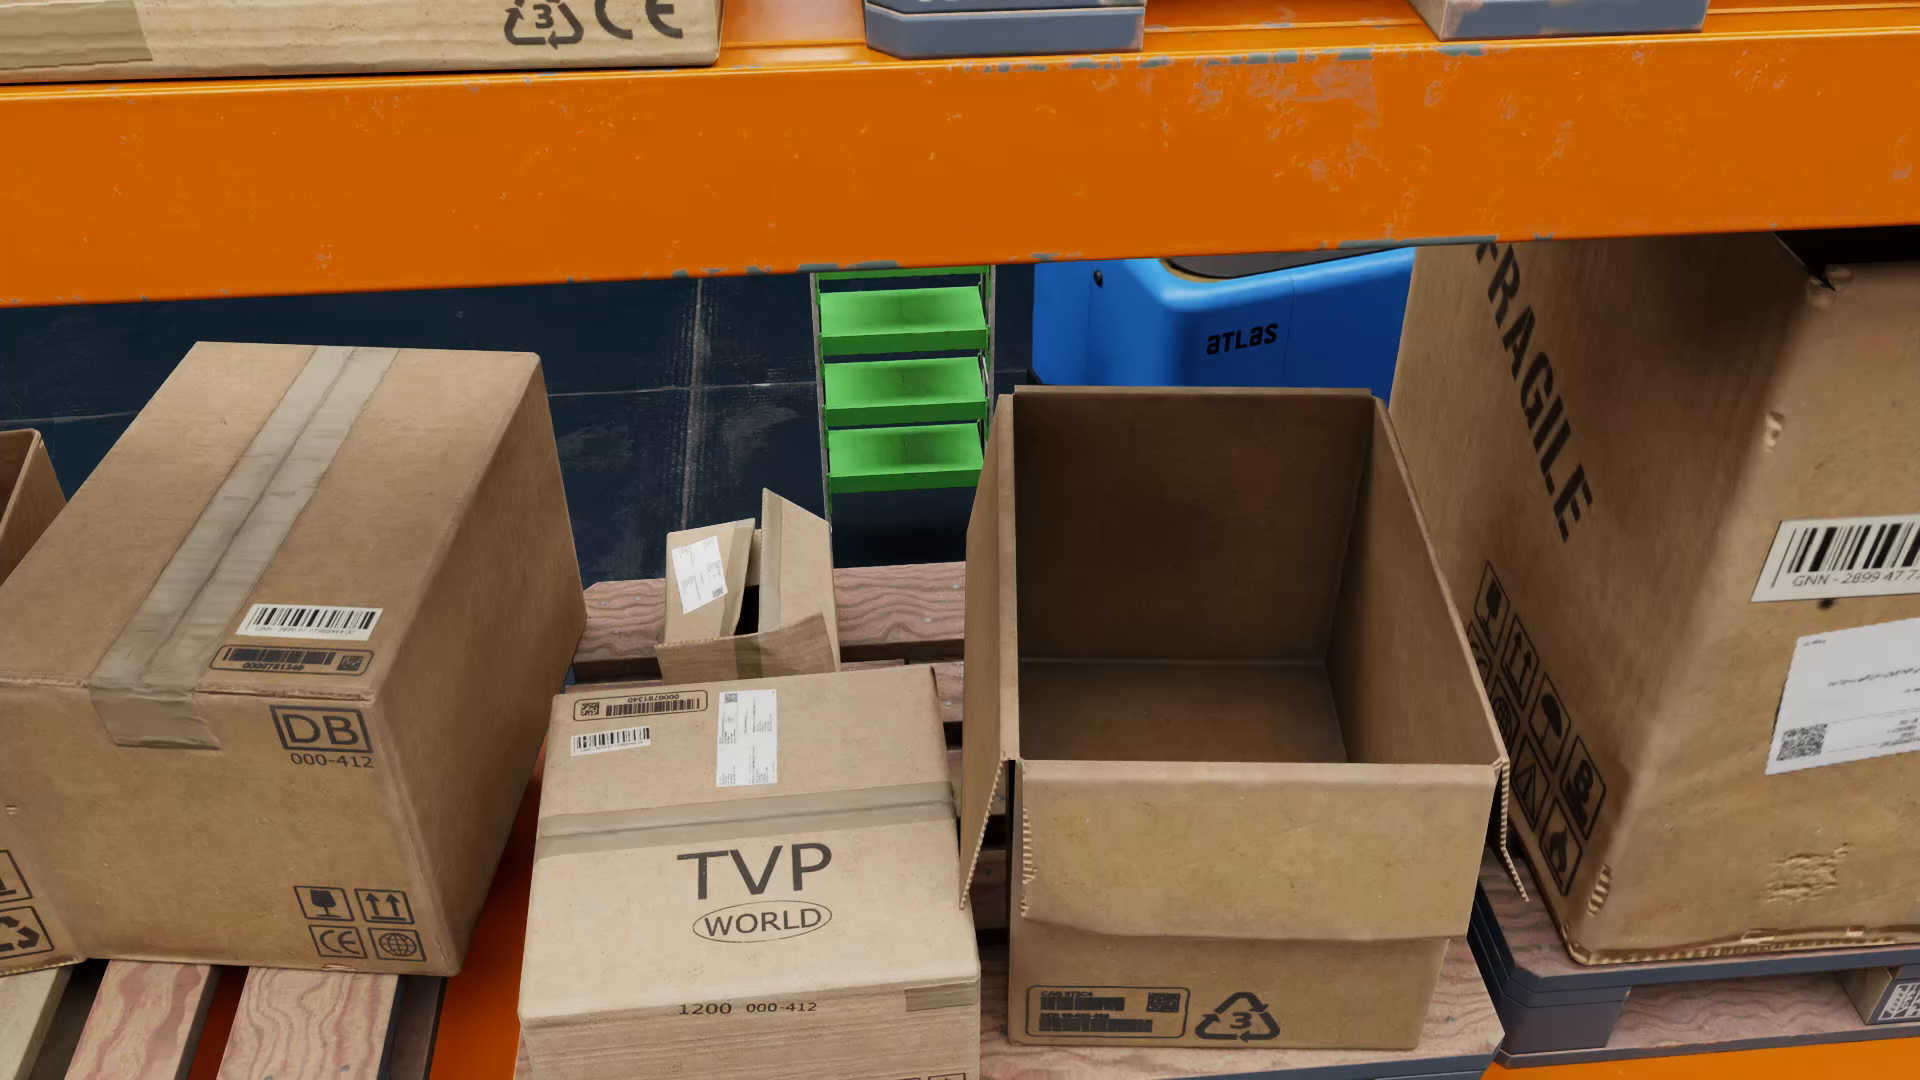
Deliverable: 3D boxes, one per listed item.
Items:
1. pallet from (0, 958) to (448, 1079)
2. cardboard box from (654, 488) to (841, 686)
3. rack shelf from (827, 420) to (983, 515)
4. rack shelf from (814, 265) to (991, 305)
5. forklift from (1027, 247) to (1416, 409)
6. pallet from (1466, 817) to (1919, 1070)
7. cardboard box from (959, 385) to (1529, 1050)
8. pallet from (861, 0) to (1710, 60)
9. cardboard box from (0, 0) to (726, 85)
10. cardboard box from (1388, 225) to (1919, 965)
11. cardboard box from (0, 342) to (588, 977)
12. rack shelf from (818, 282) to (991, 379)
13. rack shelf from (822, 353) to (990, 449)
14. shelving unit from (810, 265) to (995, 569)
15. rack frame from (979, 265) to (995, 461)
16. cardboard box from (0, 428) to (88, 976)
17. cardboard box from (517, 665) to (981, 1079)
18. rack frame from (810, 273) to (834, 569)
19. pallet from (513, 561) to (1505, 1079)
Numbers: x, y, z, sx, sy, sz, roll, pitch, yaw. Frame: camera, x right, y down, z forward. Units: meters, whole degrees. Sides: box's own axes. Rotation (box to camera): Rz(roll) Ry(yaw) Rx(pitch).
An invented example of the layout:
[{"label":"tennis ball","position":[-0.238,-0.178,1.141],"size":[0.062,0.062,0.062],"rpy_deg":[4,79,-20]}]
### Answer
[{"label":"pallet","position":[-1.243,0.457,2.404],"size":[1.003,0.211,1.213],"rpy_deg":[-3,38,-4]},{"label":"cardboard box","position":[-0.307,0.116,2.451],"size":[0.258,0.266,0.396],"rpy_deg":[-4,38,-5]},{"label":"rack shelf","position":[-0.165,-0.223,5.055],"size":[0.480,0.148,0.258],"rpy_deg":[-3,38,-4]},{"label":"rack shelf","position":[-0.165,-0.789,4.609],"size":[0.480,0.148,0.258],"rpy_deg":[-3,38,-4]},{"label":"forklift","position":[1.795,-1.531,4.825],"size":[3.031,2.935,1.130],"rpy_deg":[-12,40,-15]},{"label":"pallet","position":[1.266,0.294,2.610],"size":[1.213,0.211,1.003],"rpy_deg":[-3,38,-4]},{"label":"cardboard box","position":[0.322,0.214,2.135],"size":[0.637,0.503,0.797],"rpy_deg":[1,38,1]},{"label":"pallet","position":[0.383,-0.810,1.585],"size":[1.003,0.211,1.213],"rpy_deg":[-3,38,-4]},{"label":"cardboard box","position":[-0.431,-0.563,1.242],"size":[0.500,0.250,0.500],"rpy_deg":[-2,38,-3]},{"label":"cardboard box","position":[1.237,-0.176,2.229],"size":[1.000,1.000,1.000],"rpy_deg":[-3,38,-4]},{"label":"cardboard box","position":[-0.862,0.136,2.237],"size":[0.500,0.500,0.700],"rpy_deg":[2,38,3]},{"label":"rack shelf","position":[-0.165,-0.600,4.758],"size":[0.480,0.148,0.258],"rpy_deg":[-3,38,-4]},{"label":"rack shelf","position":[-0.165,-0.412,4.906],"size":[0.480,0.148,0.258],"rpy_deg":[-3,38,-4]},{"label":"shelving unit","position":[-0.165,-0.462,4.867],"size":[0.503,1.200,0.258],"rpy_deg":[-3,38,-4]},{"label":"rack frame","position":[0.078,-0.475,4.884],"size":[0.015,1.200,0.240],"rpy_deg":[-3,38,-4]},{"label":"cardboard box","position":[-1.410,0.228,2.120],"size":[0.500,0.500,0.500],"rpy_deg":[-8,39,-10]},{"label":"cardboard box","position":[-0.254,0.430,2.065],"size":[0.500,0.250,0.500],"rpy_deg":[-4,38,-5]},{"label":"rack frame","position":[-0.408,-0.449,4.850],"size":[0.015,1.200,0.240],"rpy_deg":[-3,38,-4]},{"label":"pallet","position":[0.024,0.428,2.441],"size":[1.213,0.211,1.003],"rpy_deg":[-3,38,-4]}]
